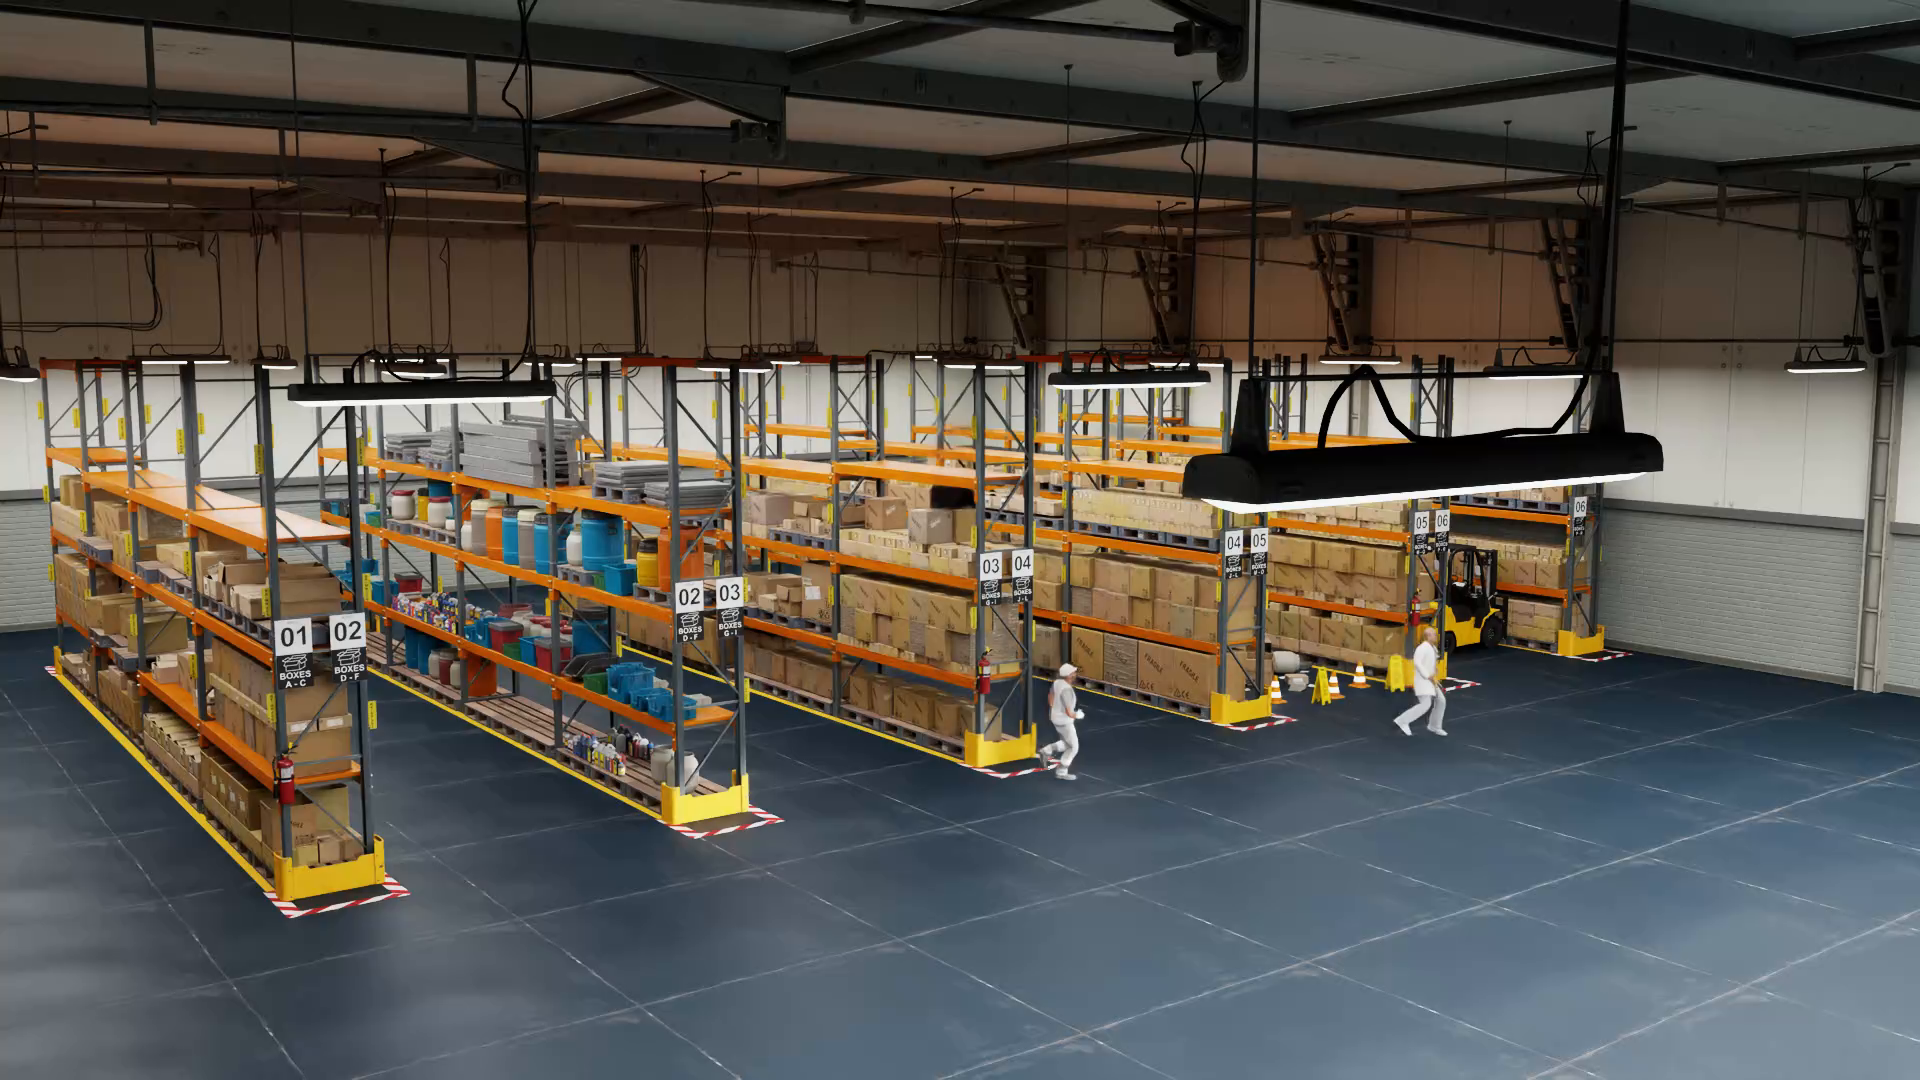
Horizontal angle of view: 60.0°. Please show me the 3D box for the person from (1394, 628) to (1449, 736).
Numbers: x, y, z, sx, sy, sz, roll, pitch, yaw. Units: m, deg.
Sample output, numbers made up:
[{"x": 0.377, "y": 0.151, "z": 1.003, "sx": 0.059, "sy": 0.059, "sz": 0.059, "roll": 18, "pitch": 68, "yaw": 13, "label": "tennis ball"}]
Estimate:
[{"x": 7.442, "y": 2.293, "z": 26.676, "sx": 0.791, "sy": 1.782, "sz": 0.922, "roll": 3, "pitch": 8, "yaw": 25, "label": "person"}]

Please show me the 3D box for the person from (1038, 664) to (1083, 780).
[{"x": 1.463, "y": 2.616, "z": 23.937, "sx": 0.633, "sy": 1.724, "sz": 0.697, "roll": -1, "pitch": 7, "yaw": -9, "label": "person"}]

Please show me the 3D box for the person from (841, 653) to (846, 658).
[{"x": -2.173, "y": 1.500, "z": 33.039, "sx": 0.676, "sy": 1.727, "sz": 0.764, "roll": -6, "pitch": 9, "yaw": -42, "label": "person"}]
